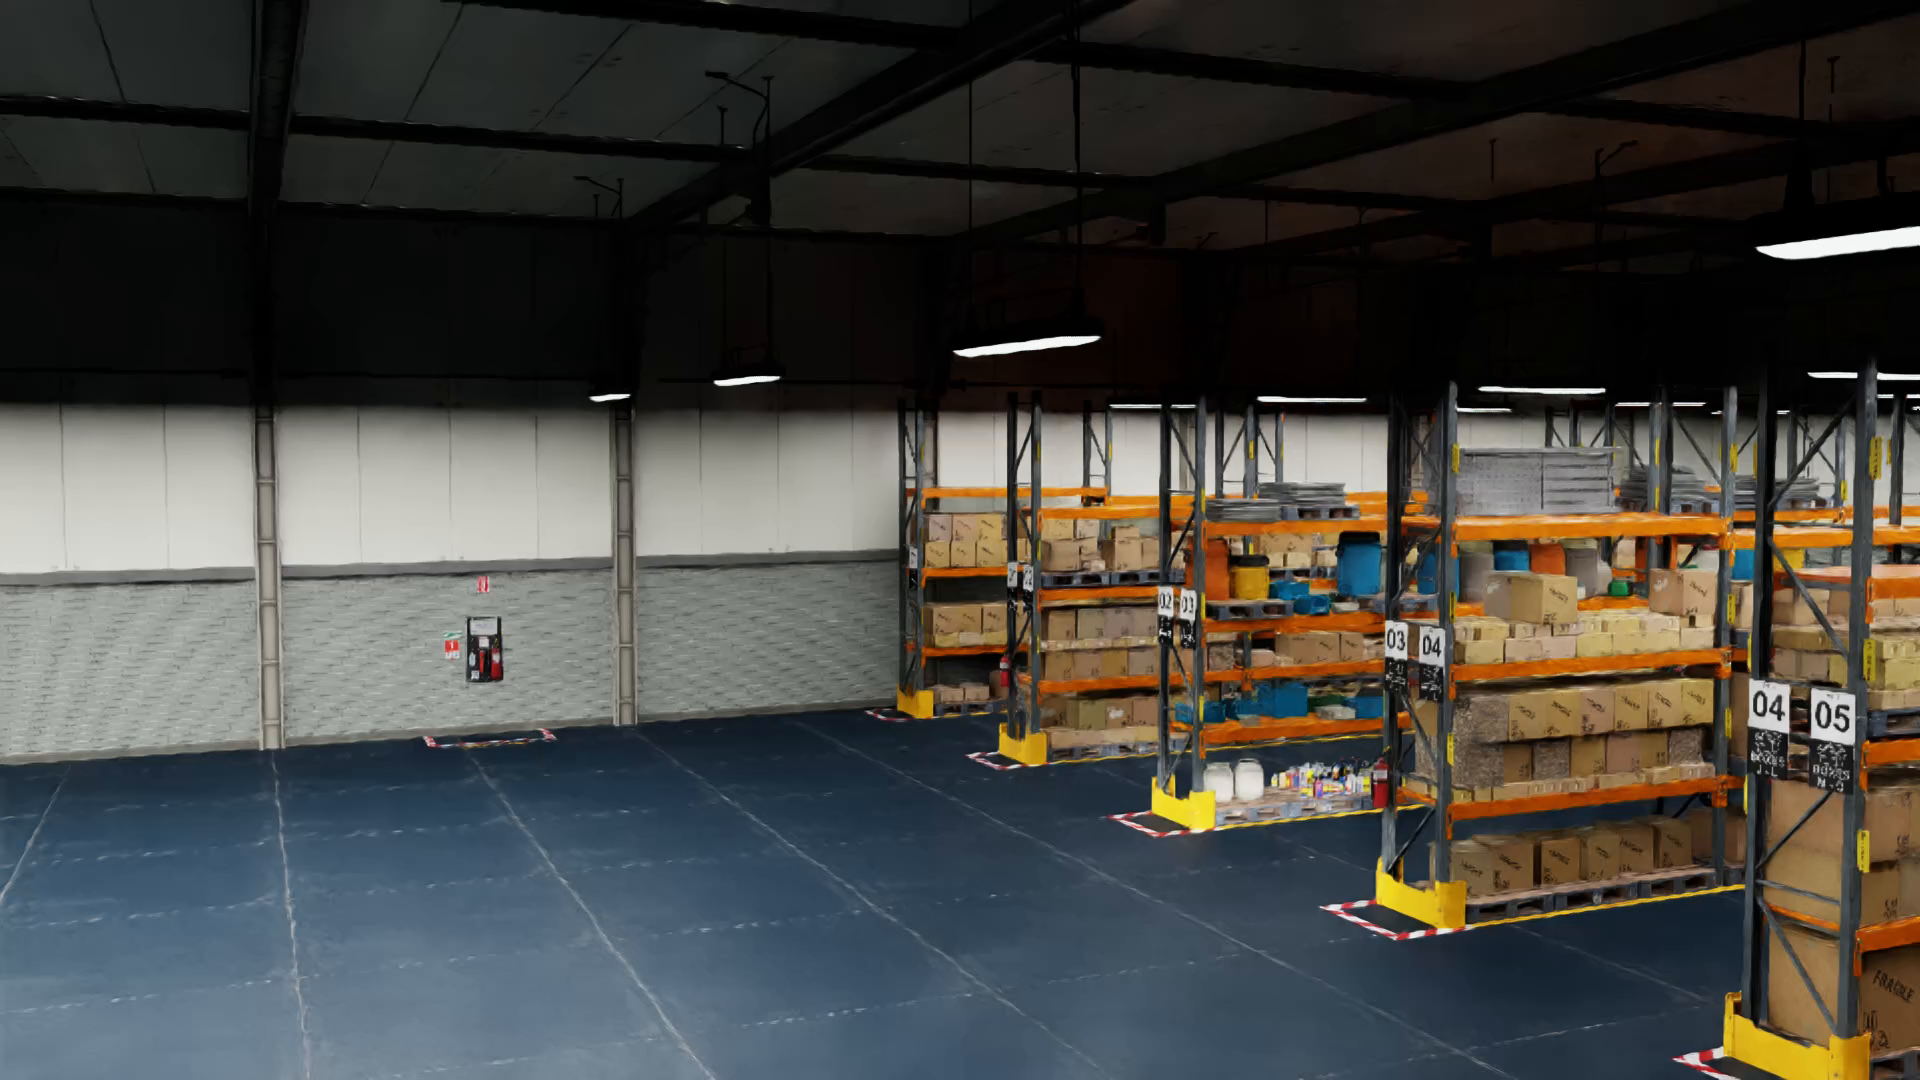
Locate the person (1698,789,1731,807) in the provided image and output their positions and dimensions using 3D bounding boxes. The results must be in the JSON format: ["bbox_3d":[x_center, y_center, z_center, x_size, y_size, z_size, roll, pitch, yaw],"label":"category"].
[{"bbox_3d":[10.083,3.103,22.134,0.519,1.541,0.566,-2,4,-26],"label":"person"}]
